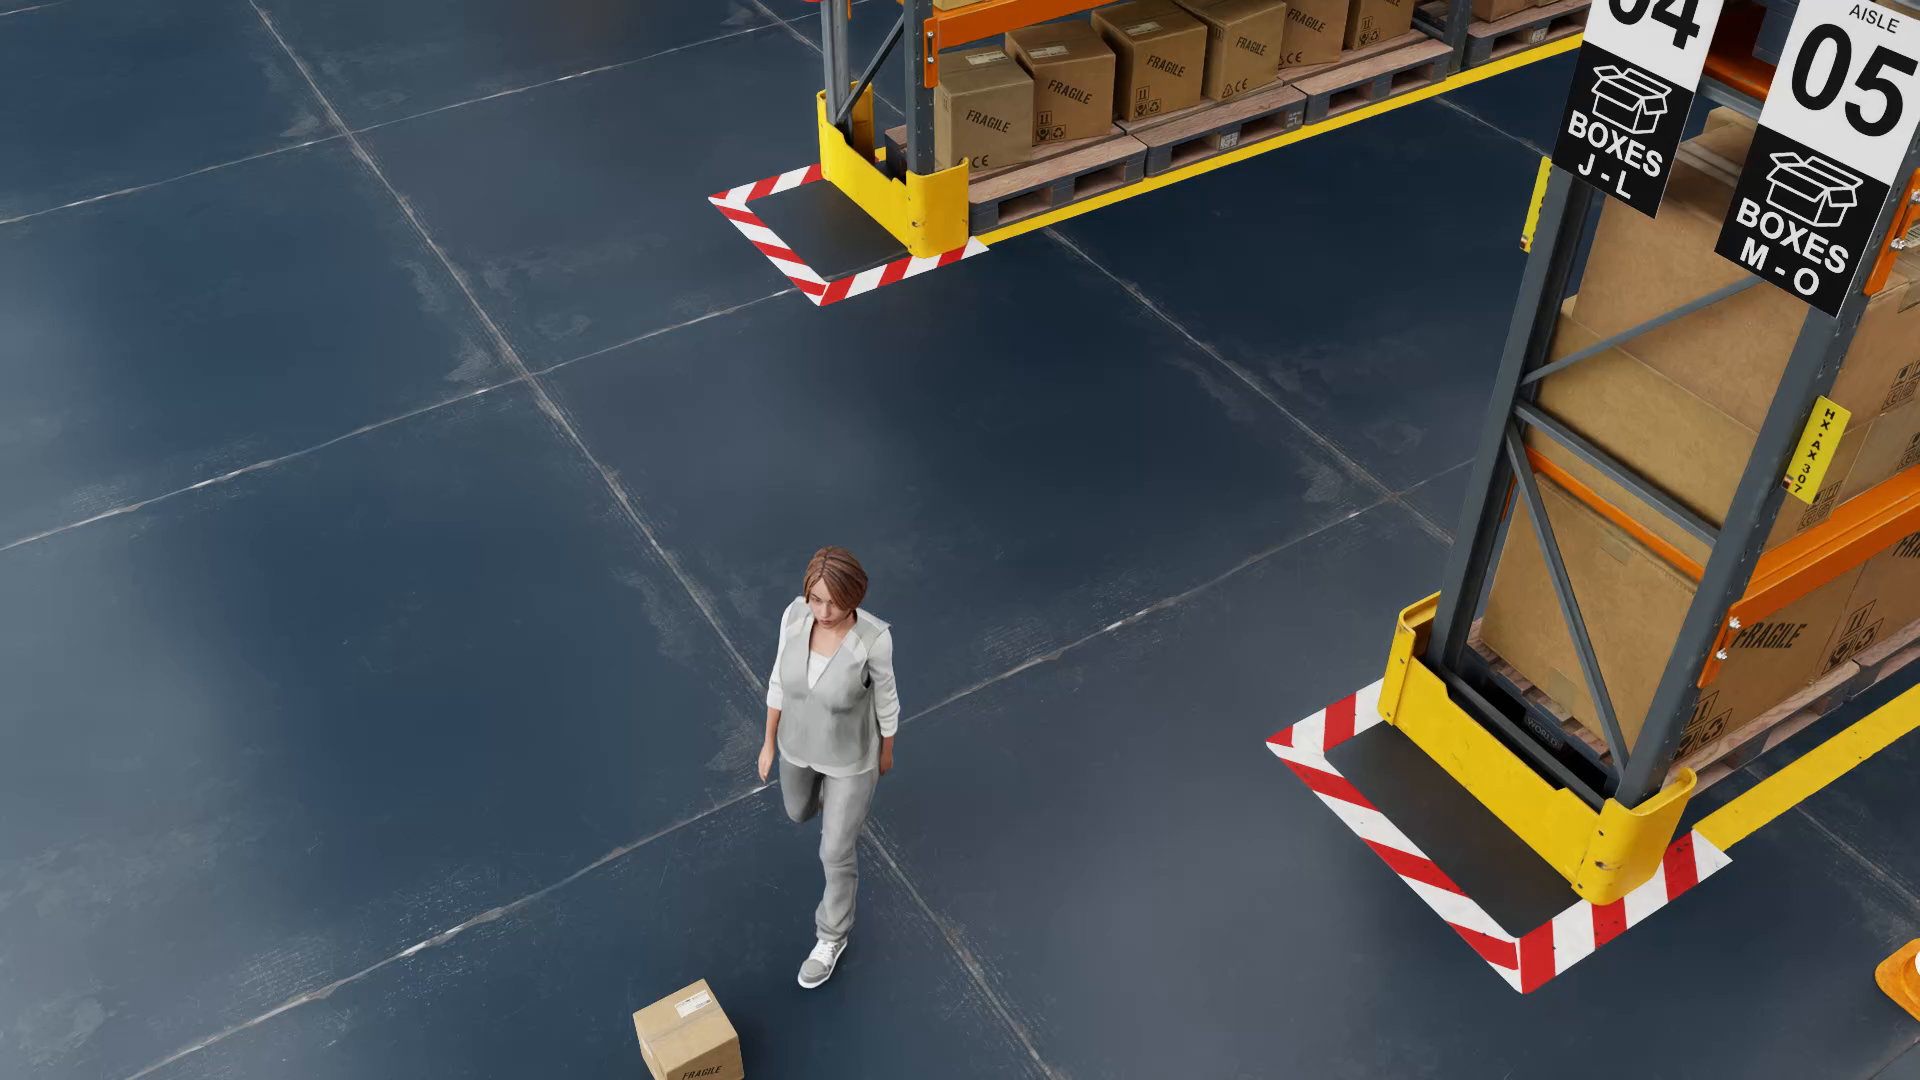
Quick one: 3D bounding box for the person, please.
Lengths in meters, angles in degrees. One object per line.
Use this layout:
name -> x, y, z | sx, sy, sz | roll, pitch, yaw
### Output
person -> -0.424, 0.681, 5.386 | 0.411, 1.556, 0.793 | 19, 45, 20
